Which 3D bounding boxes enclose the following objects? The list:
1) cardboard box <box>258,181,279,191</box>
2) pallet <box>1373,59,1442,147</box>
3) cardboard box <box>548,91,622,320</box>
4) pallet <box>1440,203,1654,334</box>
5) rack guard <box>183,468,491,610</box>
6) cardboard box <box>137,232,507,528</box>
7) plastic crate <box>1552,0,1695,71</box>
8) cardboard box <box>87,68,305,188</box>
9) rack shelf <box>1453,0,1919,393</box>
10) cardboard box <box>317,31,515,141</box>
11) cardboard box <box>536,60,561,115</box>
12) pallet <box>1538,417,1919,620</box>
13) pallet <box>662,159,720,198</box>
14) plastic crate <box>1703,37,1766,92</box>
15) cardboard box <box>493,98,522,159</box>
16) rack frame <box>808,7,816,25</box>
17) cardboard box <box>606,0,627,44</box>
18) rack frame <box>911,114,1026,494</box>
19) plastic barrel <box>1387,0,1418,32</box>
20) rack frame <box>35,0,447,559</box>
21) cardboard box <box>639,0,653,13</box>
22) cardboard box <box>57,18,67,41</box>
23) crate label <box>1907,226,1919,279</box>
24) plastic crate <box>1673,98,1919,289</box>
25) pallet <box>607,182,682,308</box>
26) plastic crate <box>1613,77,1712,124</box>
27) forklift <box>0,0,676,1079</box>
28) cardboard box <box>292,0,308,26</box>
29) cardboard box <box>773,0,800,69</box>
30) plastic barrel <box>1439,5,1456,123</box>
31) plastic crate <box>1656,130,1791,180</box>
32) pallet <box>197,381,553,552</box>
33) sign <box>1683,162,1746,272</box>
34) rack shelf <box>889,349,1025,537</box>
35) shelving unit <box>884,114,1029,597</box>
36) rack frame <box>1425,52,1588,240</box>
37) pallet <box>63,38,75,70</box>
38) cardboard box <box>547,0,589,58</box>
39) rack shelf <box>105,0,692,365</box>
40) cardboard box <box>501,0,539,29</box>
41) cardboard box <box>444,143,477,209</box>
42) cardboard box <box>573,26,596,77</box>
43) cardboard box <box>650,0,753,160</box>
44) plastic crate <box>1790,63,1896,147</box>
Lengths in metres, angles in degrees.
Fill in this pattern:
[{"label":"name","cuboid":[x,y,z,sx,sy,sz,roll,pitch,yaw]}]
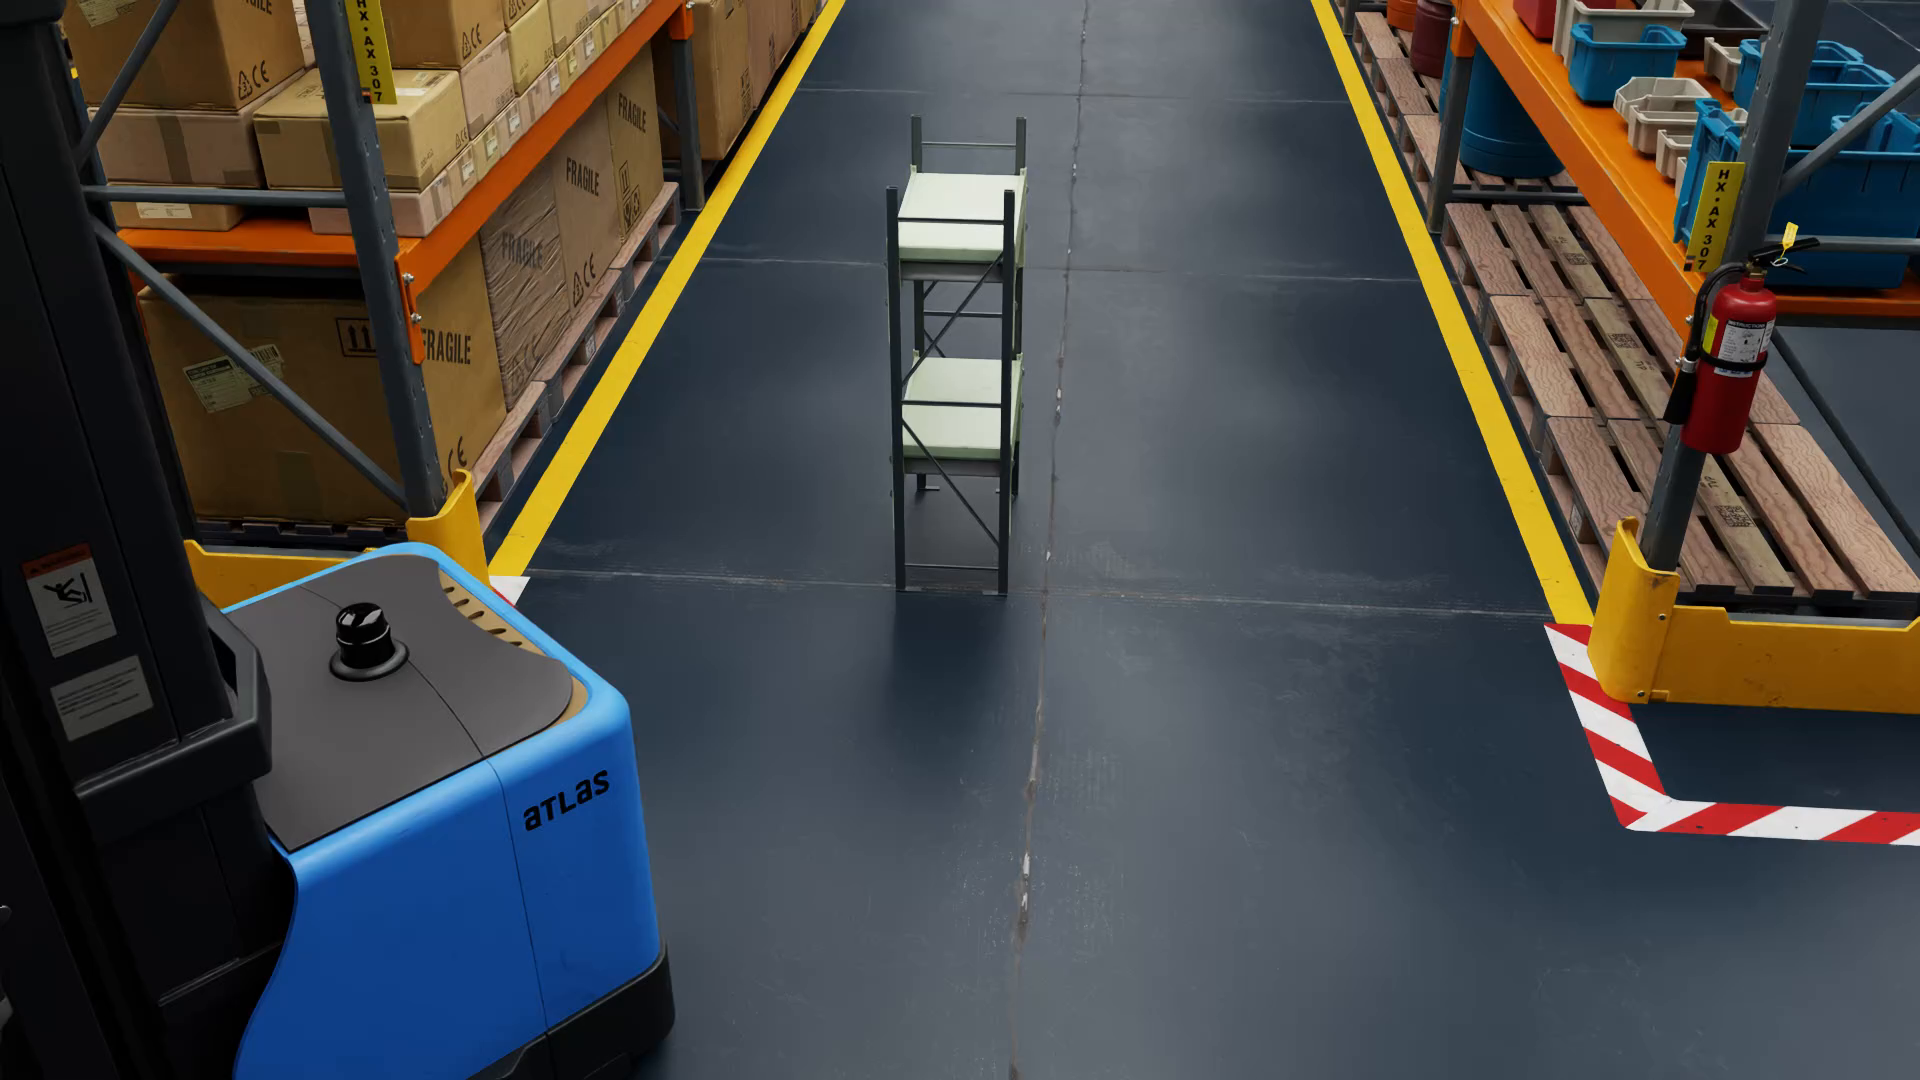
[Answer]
[{"label":"cardboard box","cuboid":[-2.529,-1.270,5.691,0.380,0.149,0.250,3,32,4]},{"label":"pallet","cuboid":[3.214,-2.775,10.551,1.003,0.211,1.213,2,32,4]},{"label":"cardboard box","cuboid":[-2.130,-1.594,7.602,0.875,0.875,0.875,2,32,4]},{"label":"pallet","cuboid":[2.992,-1.347,8.235,1.003,0.211,1.213,2,32,4]},{"label":"rack guard","cuboid":[-2.251,0.036,5.714,1.175,0.500,0.348,2,32,4]},{"label":"cardboard box","cuboid":[-2.277,-0.653,6.075,0.875,0.875,0.875,2,32,4]},{"label":"plastic crate","cuboid":[2.705,-2.105,6.862,0.437,0.282,0.530,2,32,4]},{"label":"cardboard box","cuboid":[-2.474,-1.368,5.470,0.500,0.250,0.500,2,32,3]},{"label":"rack shelf","cuboid":[2.850,-1.568,6.621,1.077,0.370,4.000,2,32,4]},{"label":"cardboard box","cuboid":[-1.905,-1.615,5.870,0.500,0.250,0.500,2,32,3]},{"label":"cardboard box","cuboid":[-1.789,-1.777,6.514,0.380,0.149,0.250,2,32,3]},{"label":"pallet","cuboid":[2.793,-0.071,6.164,1.003,0.211,1.213,2,32,4]},{"label":"pallet","cuboid":[-1.936,-2.352,9.865,1.003,0.211,1.213,2,32,4]},{"label":"plastic crate","cuboid":[3.171,-1.910,6.685,0.293,0.136,0.466,2,32,4]},{"label":"cardboard box","cuboid":[-1.831,-1.509,6.080,0.380,0.149,0.250,2,32,3]},{"label":"rack frame","cuboid":[-1.598,-5.224,11.867,1.000,3.000,0.127,2,32,4]},{"label":"cardboard box","cuboid":[-1.705,-2.313,7.384,0.380,0.149,0.250,3,32,5]},{"label":"rack frame","cuboid":[0.030,-0.833,6.173,0.400,1.500,0.023,2,32,4]},{"label":"plastic barrel","cuboid":[3.316,-4.010,11.567,0.600,0.830,0.708,2,32,4]},{"label":"rack frame","cuboid":[-2.249,-1.040,5.079,1.000,3.000,0.127,2,32,4]},{"label":"cardboard box","cuboid":[-1.663,-2.583,7.821,0.380,0.149,0.250,2,32,3]},{"label":"cardboard box","cuboid":[-6.399,-3.699,11.376,0.500,0.500,0.500,1,32,2]},{"label":"crate label","cuboid":[3.036,-0.898,4.951,0.416,0.233,0.303,2,32,4]},{"label":"plastic crate","cuboid":[2.529,-1.052,5.008,0.616,0.435,0.499,2,32,4]},{"label":"pallet","cuboid":[-2.063,-1.551,8.565,1.003,0.211,1.213,2,32,4]},{"label":"plastic crate","cuboid":[2.615,-1.629,6.229,0.298,0.136,0.250,2,32,4]},{"label":"forklift","cuboid":[-2.134,0.359,2.873,3.031,2.935,1.130,-26,40,-36]},{"label":"cardboard box","cuboid":[-2.391,-1.899,6.332,0.500,0.250,0.500,1,32,2]},{"label":"cardboard box","cuboid":[-1.755,-3.672,10.974,1.225,0.875,0.875,3,32,4]},{"label":"plastic barrel","cuboid":[3.132,-2.860,9.631,0.600,0.901,0.708,2,32,4]},{"label":"plastic crate","cuboid":[2.611,-1.327,5.739,0.396,0.136,0.243,2,32,4]},{"label":"pallet","cuboid":[-2.262,-0.275,6.495,1.003,0.211,1.213,2,32,4]},{"label":"sign","cuboid":[2.138,-0.913,4.717,0.100,0.325,0.005,2,32,4]},{"label":"rack shelf","cuboid":[0.001,-0.364,6.033,0.431,0.370,0.720,2,32,4]},{"label":"shelving unit","cuboid":[0.001,-0.642,5.862,0.431,1.500,0.755,2,32,4]},{"label":"rack frame","cuboid":[3.013,-2.920,8.130,1.000,3.000,0.127,2,32,4]},{"label":"pallet","cuboid":[-6.700,-3.256,11.333,1.003,0.211,1.213,2,32,4]},{"label":"cardboard box","cuboid":[-1.823,-2.150,6.740,0.500,0.250,0.500,2,32,3]},{"label":"rack shelf","cuboid":[-2.086,-1.780,6.965,1.077,0.370,4.000,2,32,4]},{"label":"cardboard box","cuboid":[-1.864,-2.194,6.096,0.500,0.500,0.500,2,32,3]},{"label":"cardboard box","cuboid":[-1.872,-1.239,5.641,0.380,0.149,0.250,2,32,3]},{"label":"cardboard box","cuboid":[-1.748,-2.047,6.951,0.380,0.149,0.250,3,32,5]},{"label":"cardboard box","cuboid":[-1.891,-2.742,9.465,1.225,0.875,0.875,3,32,4]},{"label":"plastic crate","cuboid":[3.143,-1.587,6.068,0.416,0.233,0.300,2,32,4]}]
